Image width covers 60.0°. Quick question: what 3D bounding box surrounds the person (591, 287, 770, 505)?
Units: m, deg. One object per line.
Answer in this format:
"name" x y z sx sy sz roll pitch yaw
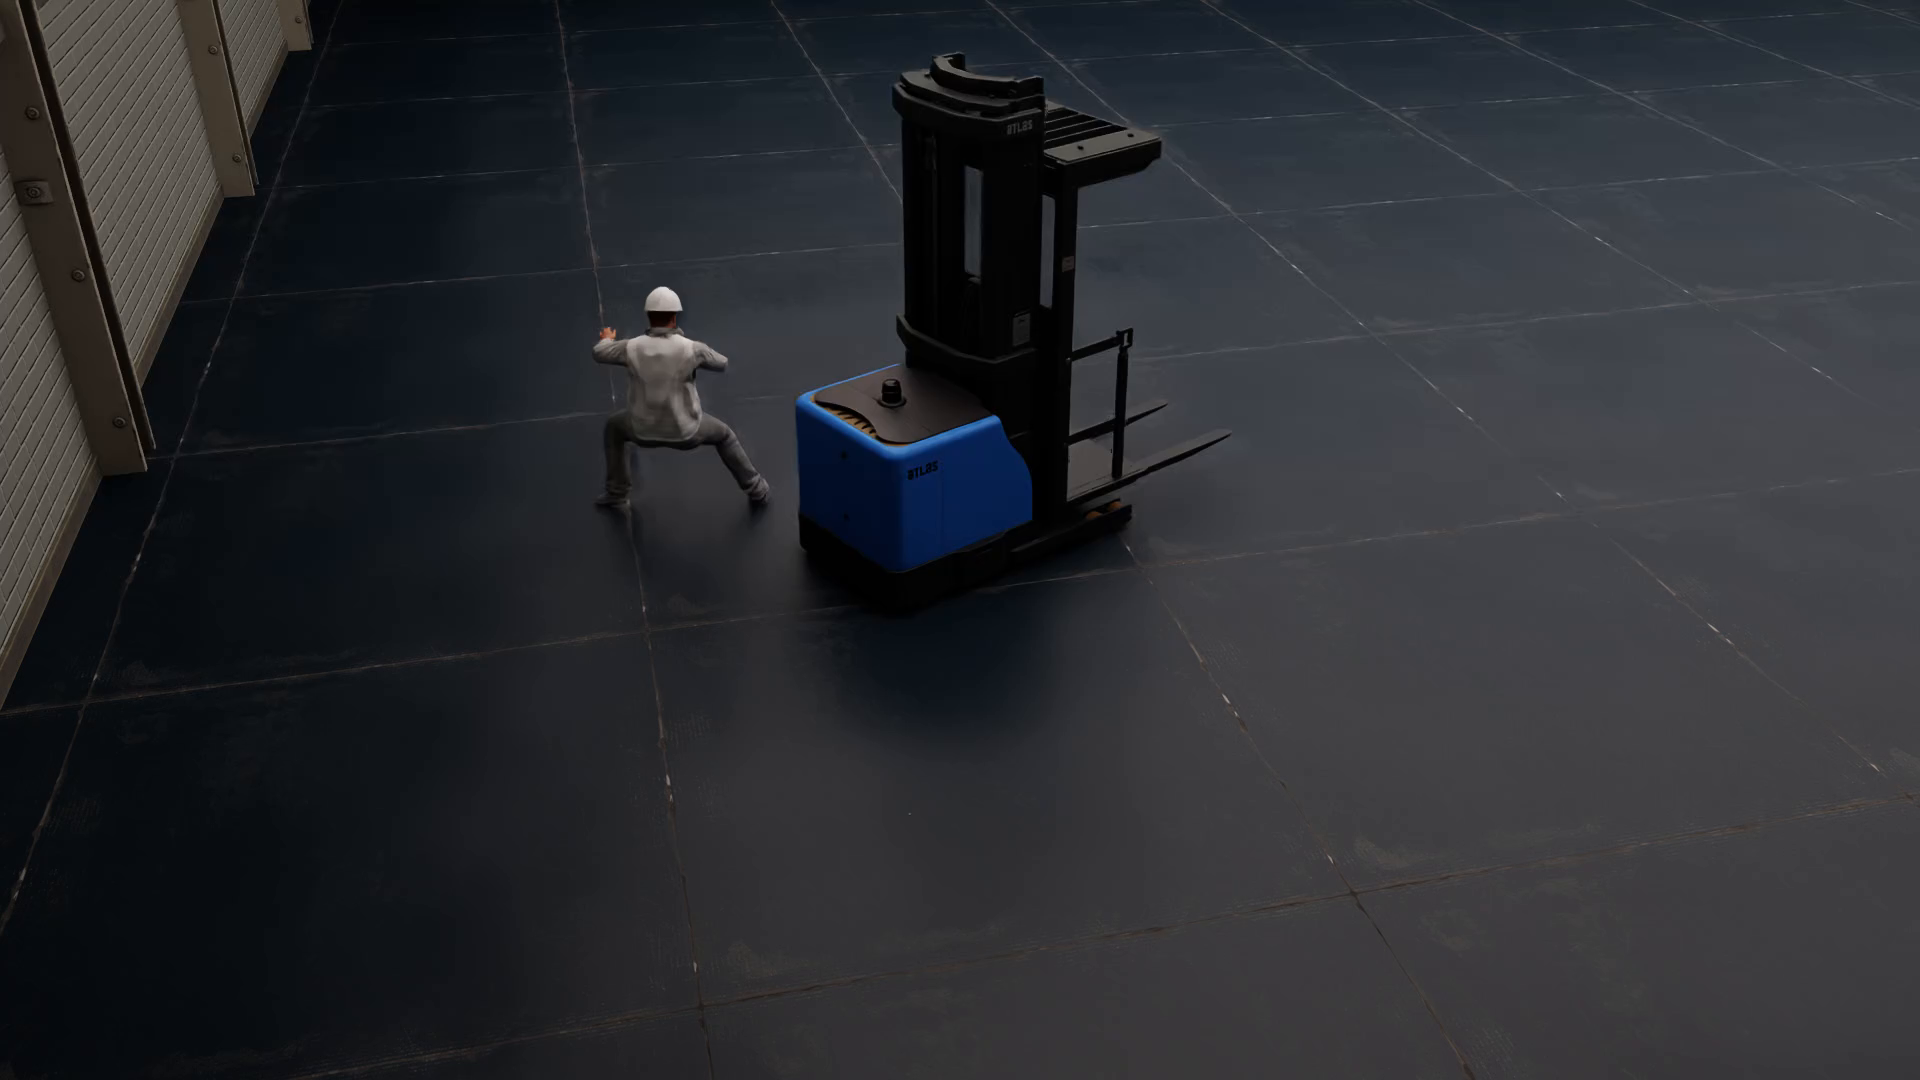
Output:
"person" -1.830 -0.878 10.510 1.117 1.542 0.712 0 30 1

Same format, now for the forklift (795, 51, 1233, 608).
"forklift" 0.471 -1.468 10.110 3.031 2.935 1.130 -22 37 -33
